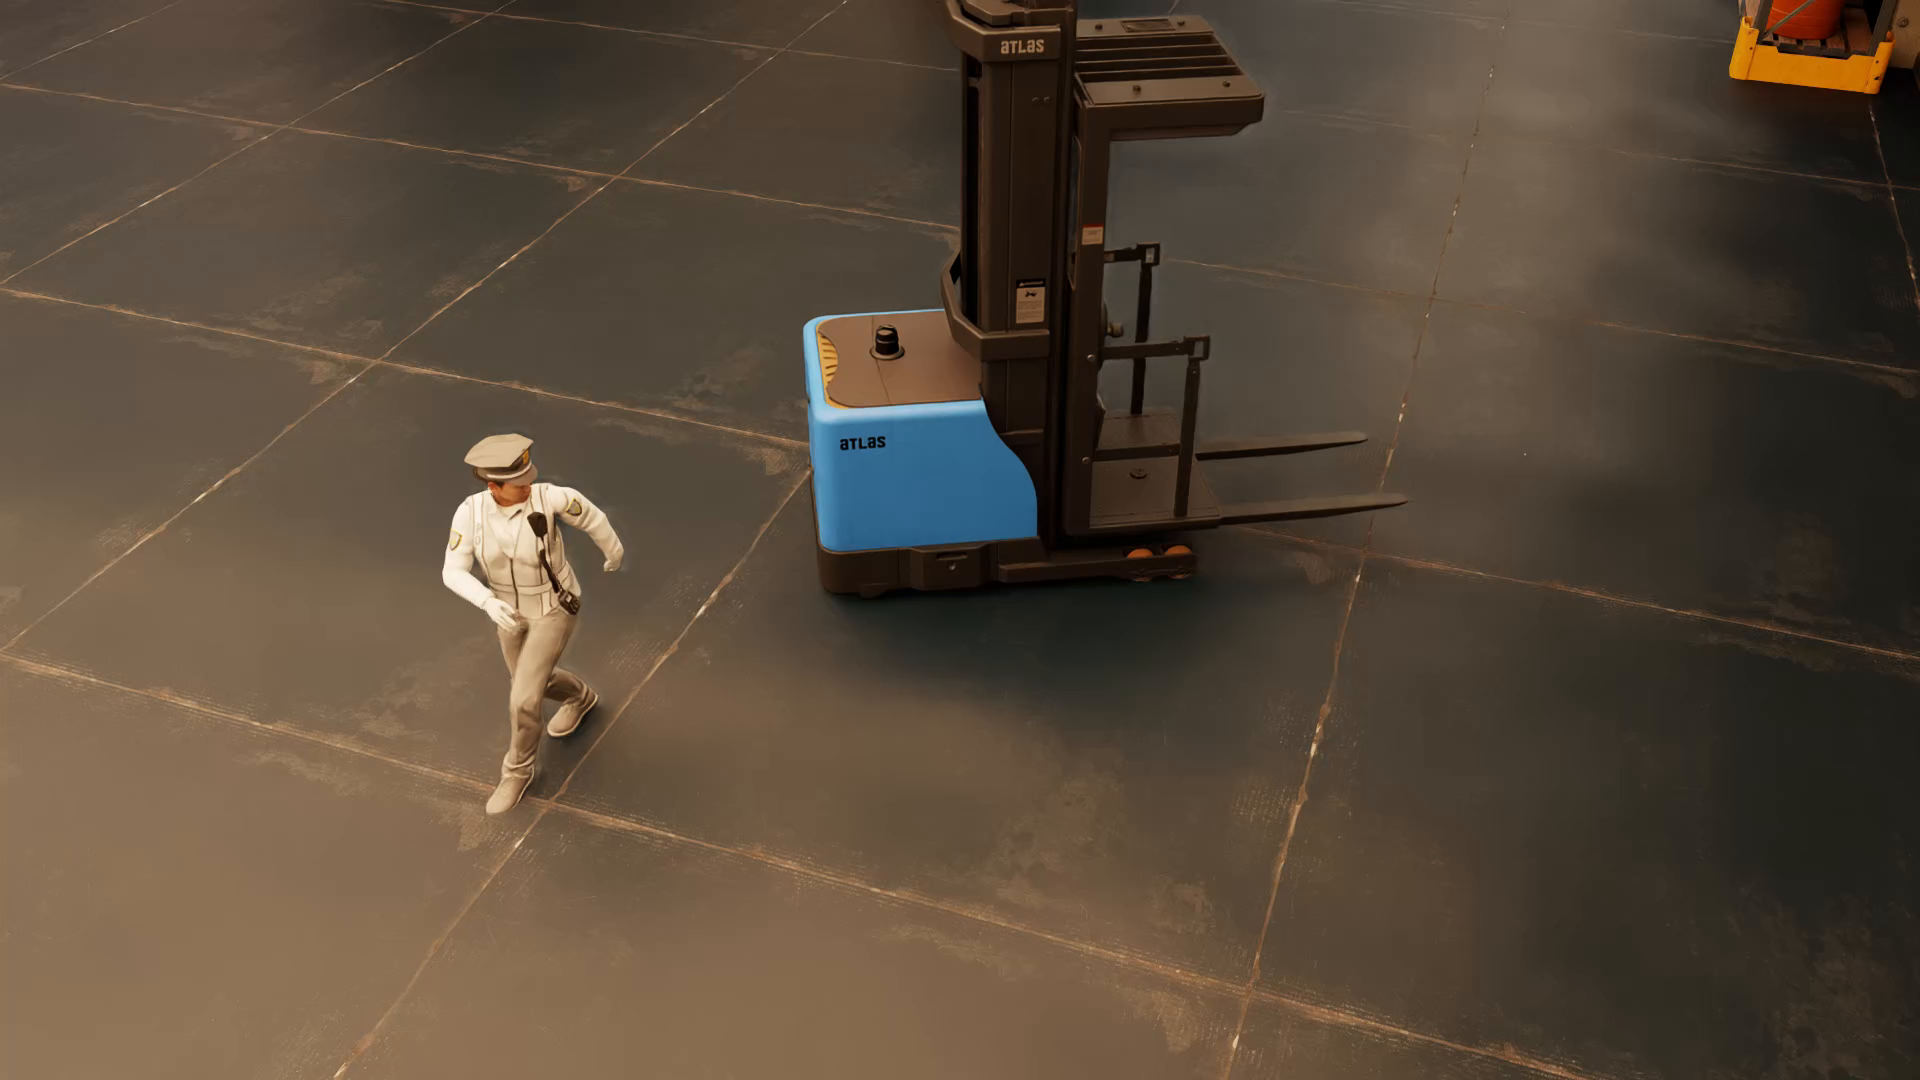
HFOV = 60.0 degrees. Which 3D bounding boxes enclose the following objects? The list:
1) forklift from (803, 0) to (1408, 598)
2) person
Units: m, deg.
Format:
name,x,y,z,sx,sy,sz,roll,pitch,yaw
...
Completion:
name,x,y,z,sx,sy,sz,roll,pitch,yaw
forklift,0.756,-1.285,7.924,3.031,2.935,1.130,-4,36,-6
person,-1.784,0.299,6.875,0.513,1.617,0.887,11,37,15
